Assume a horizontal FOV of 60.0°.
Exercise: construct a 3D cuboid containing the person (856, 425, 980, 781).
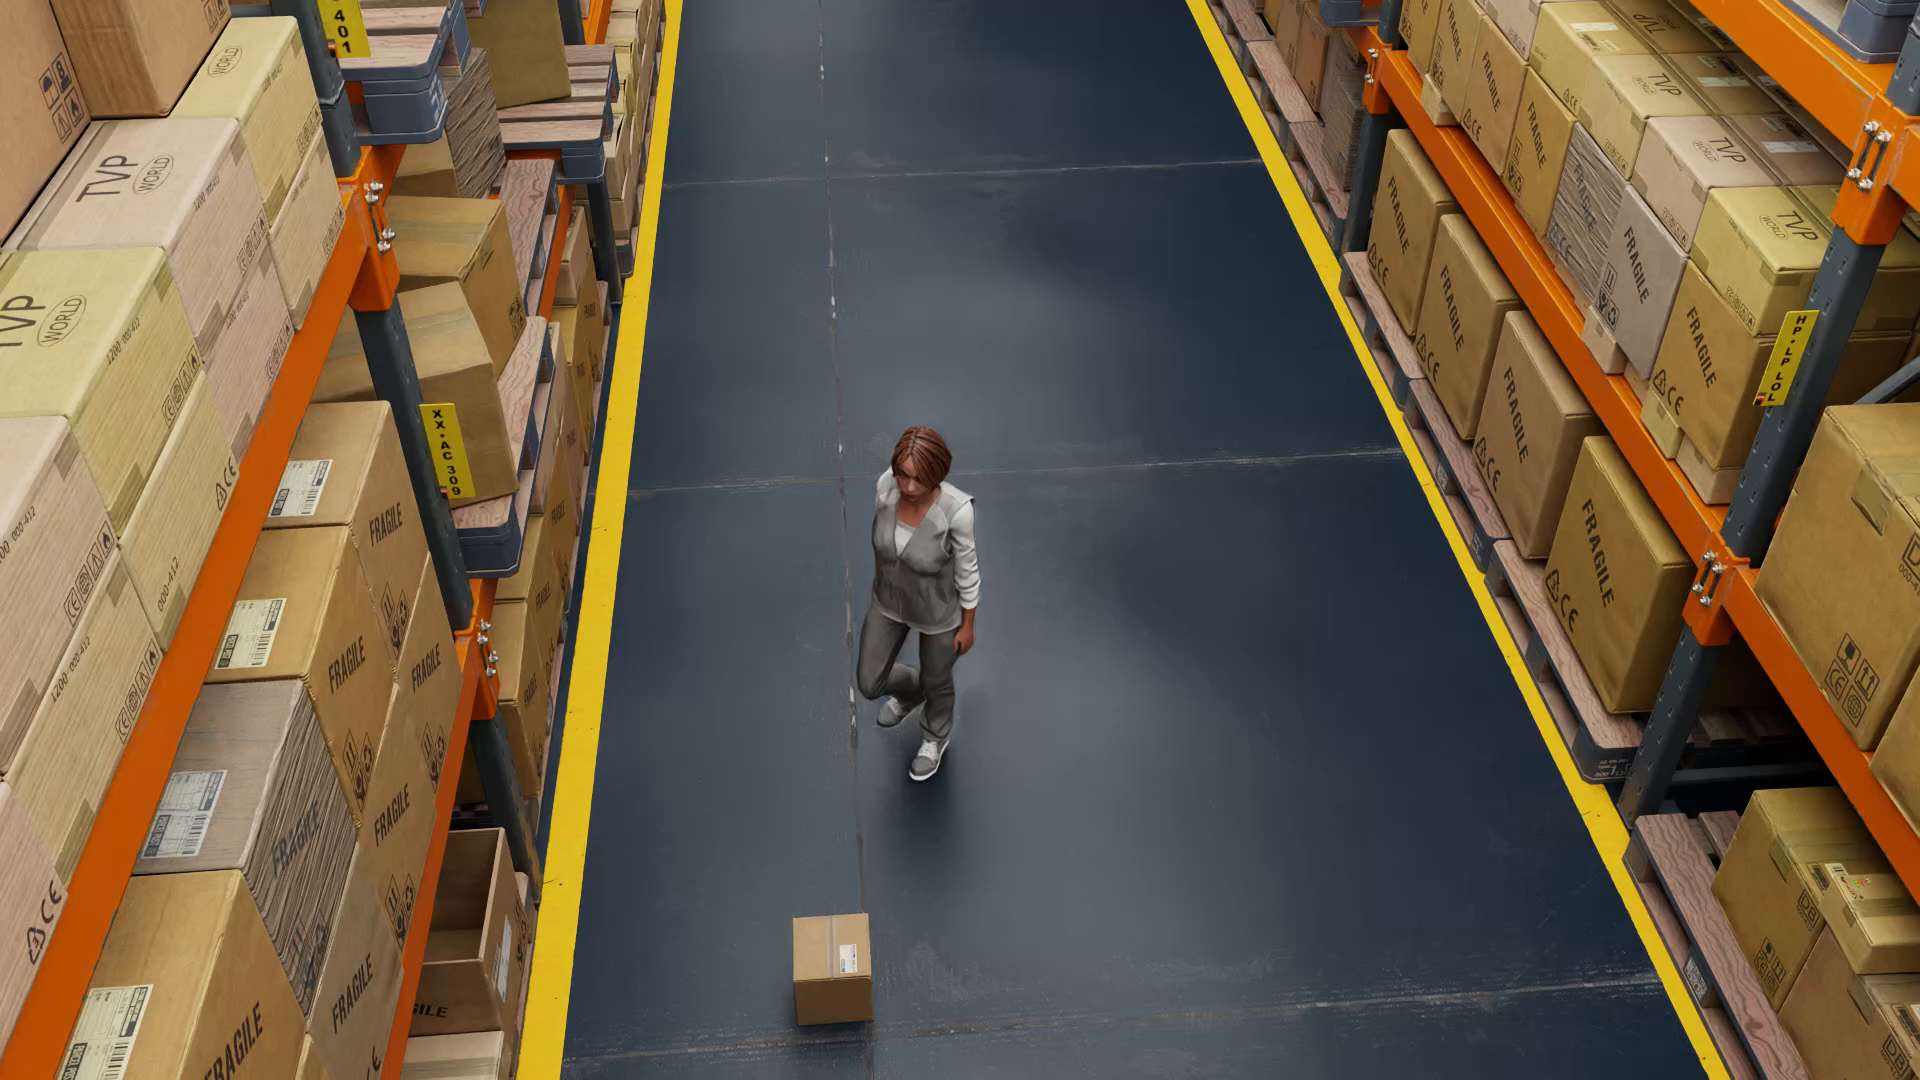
[{"bbox_3d":[-0.136,0.232,5.864,0.463,1.596,0.428,17,42,19],"label":"person"}]
